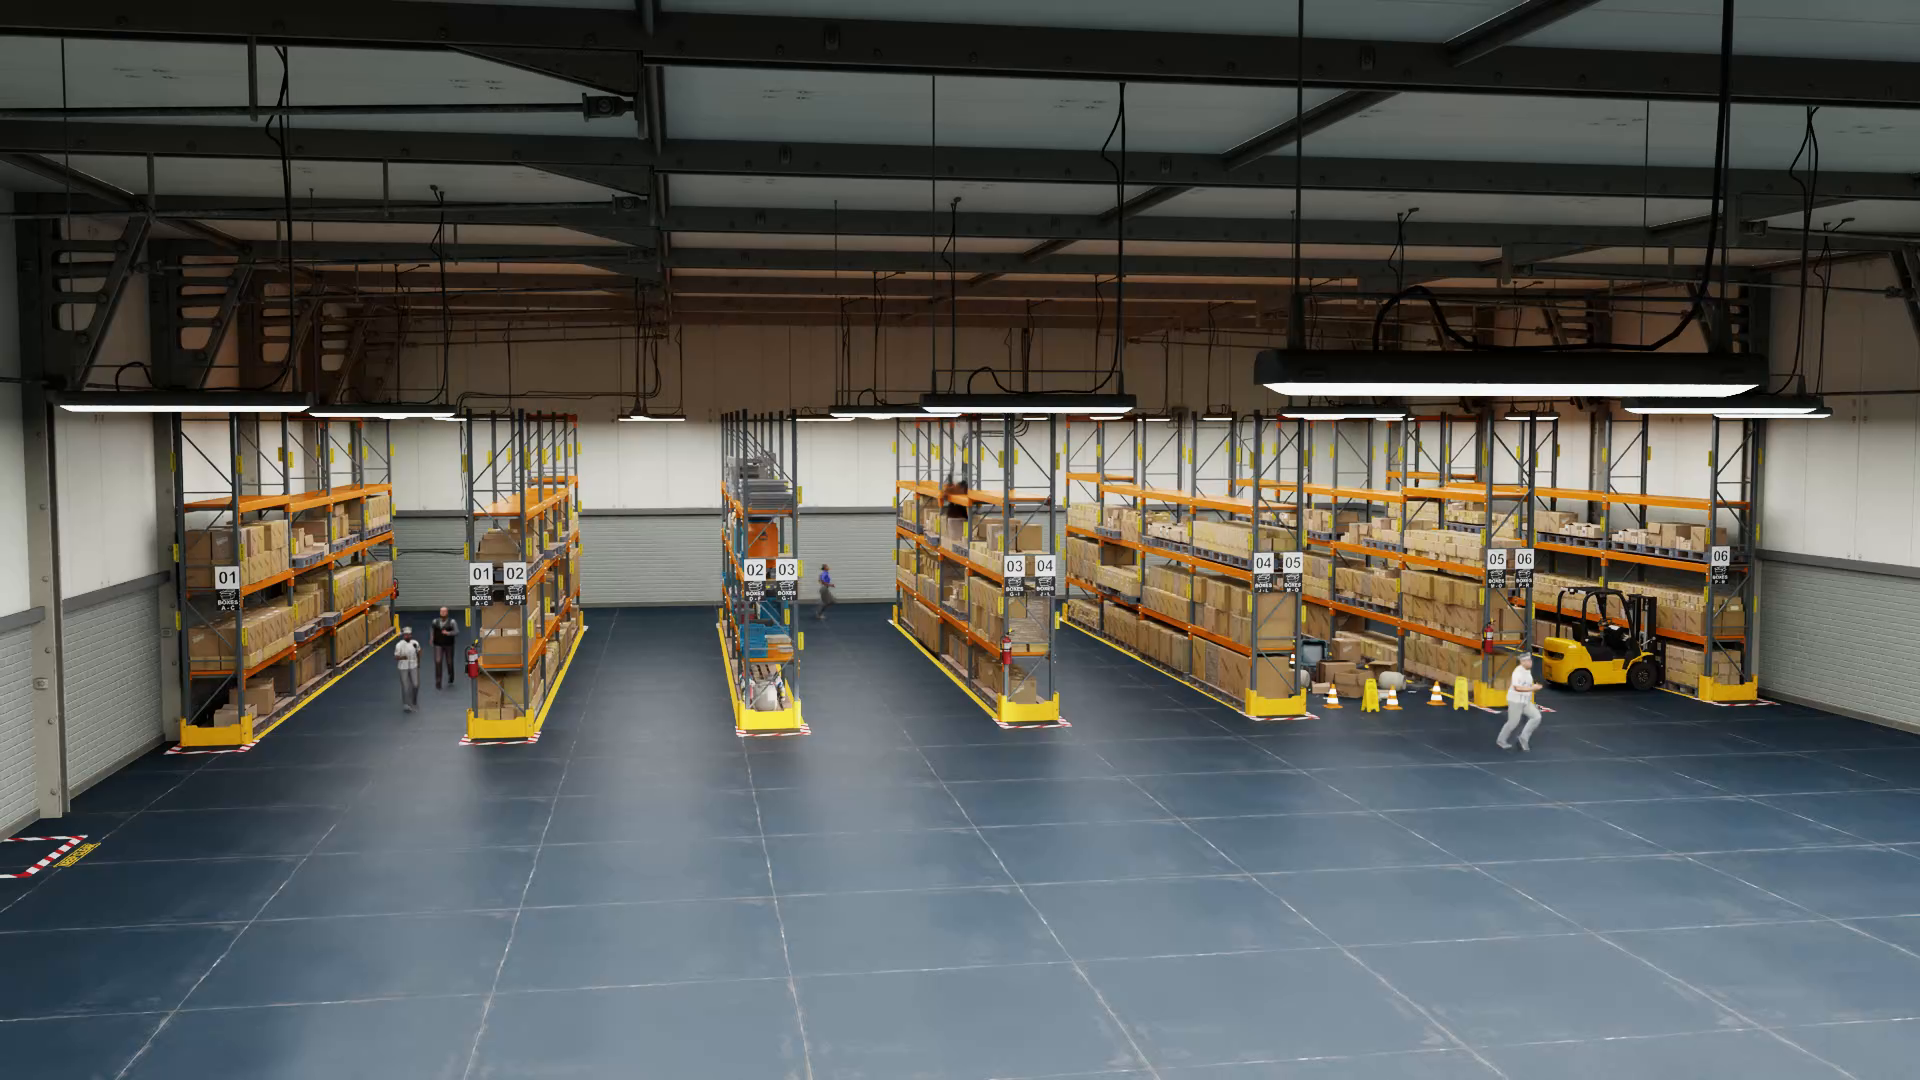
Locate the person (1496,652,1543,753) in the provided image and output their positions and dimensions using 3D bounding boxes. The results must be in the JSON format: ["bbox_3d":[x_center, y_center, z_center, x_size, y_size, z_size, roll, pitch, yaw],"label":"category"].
[{"bbox_3d":[9.770,2.824,29.001,0.840,1.788,0.686,4,5,42],"label":"person"}]

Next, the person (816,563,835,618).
[{"bbox_3d":[-3.944,1.492,48.992,0.580,1.619,0.576,0,4,-1],"label":"person"}]

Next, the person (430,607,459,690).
[{"bbox_3d":[-11.201,2.317,36.114,0.645,1.734,0.904,-1,4,-8],"label":"person"}]

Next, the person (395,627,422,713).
[{"bbox_3d":[-10.939,2.581,33.043,0.554,1.722,0.664,-2,4,-27],"label":"person"}]
